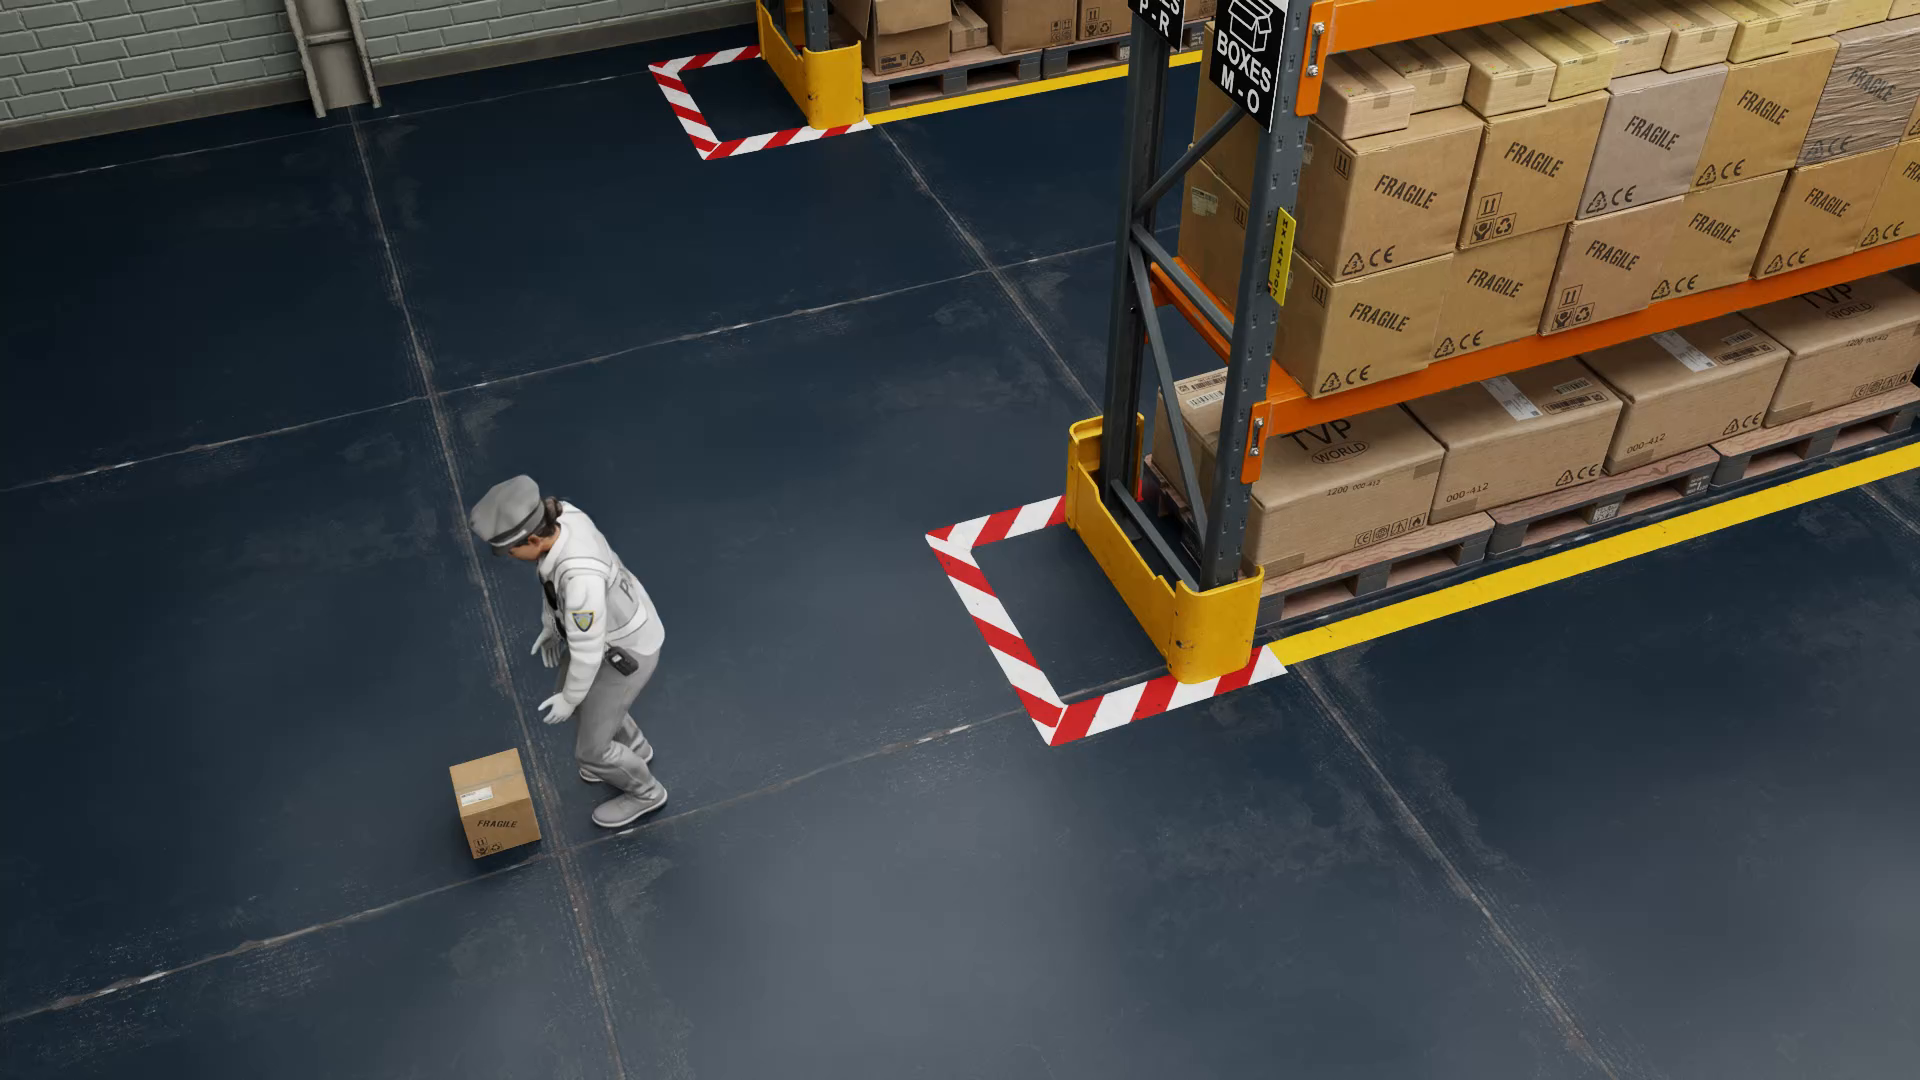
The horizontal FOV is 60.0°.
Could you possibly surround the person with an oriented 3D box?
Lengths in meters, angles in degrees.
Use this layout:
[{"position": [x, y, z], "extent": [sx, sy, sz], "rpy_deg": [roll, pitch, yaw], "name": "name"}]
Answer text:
[{"position": [-1.301, 0.399, 5.804], "extent": [0.548, 1.559, 0.520], "rpy_deg": [-15, 44, -16], "name": "person"}]
